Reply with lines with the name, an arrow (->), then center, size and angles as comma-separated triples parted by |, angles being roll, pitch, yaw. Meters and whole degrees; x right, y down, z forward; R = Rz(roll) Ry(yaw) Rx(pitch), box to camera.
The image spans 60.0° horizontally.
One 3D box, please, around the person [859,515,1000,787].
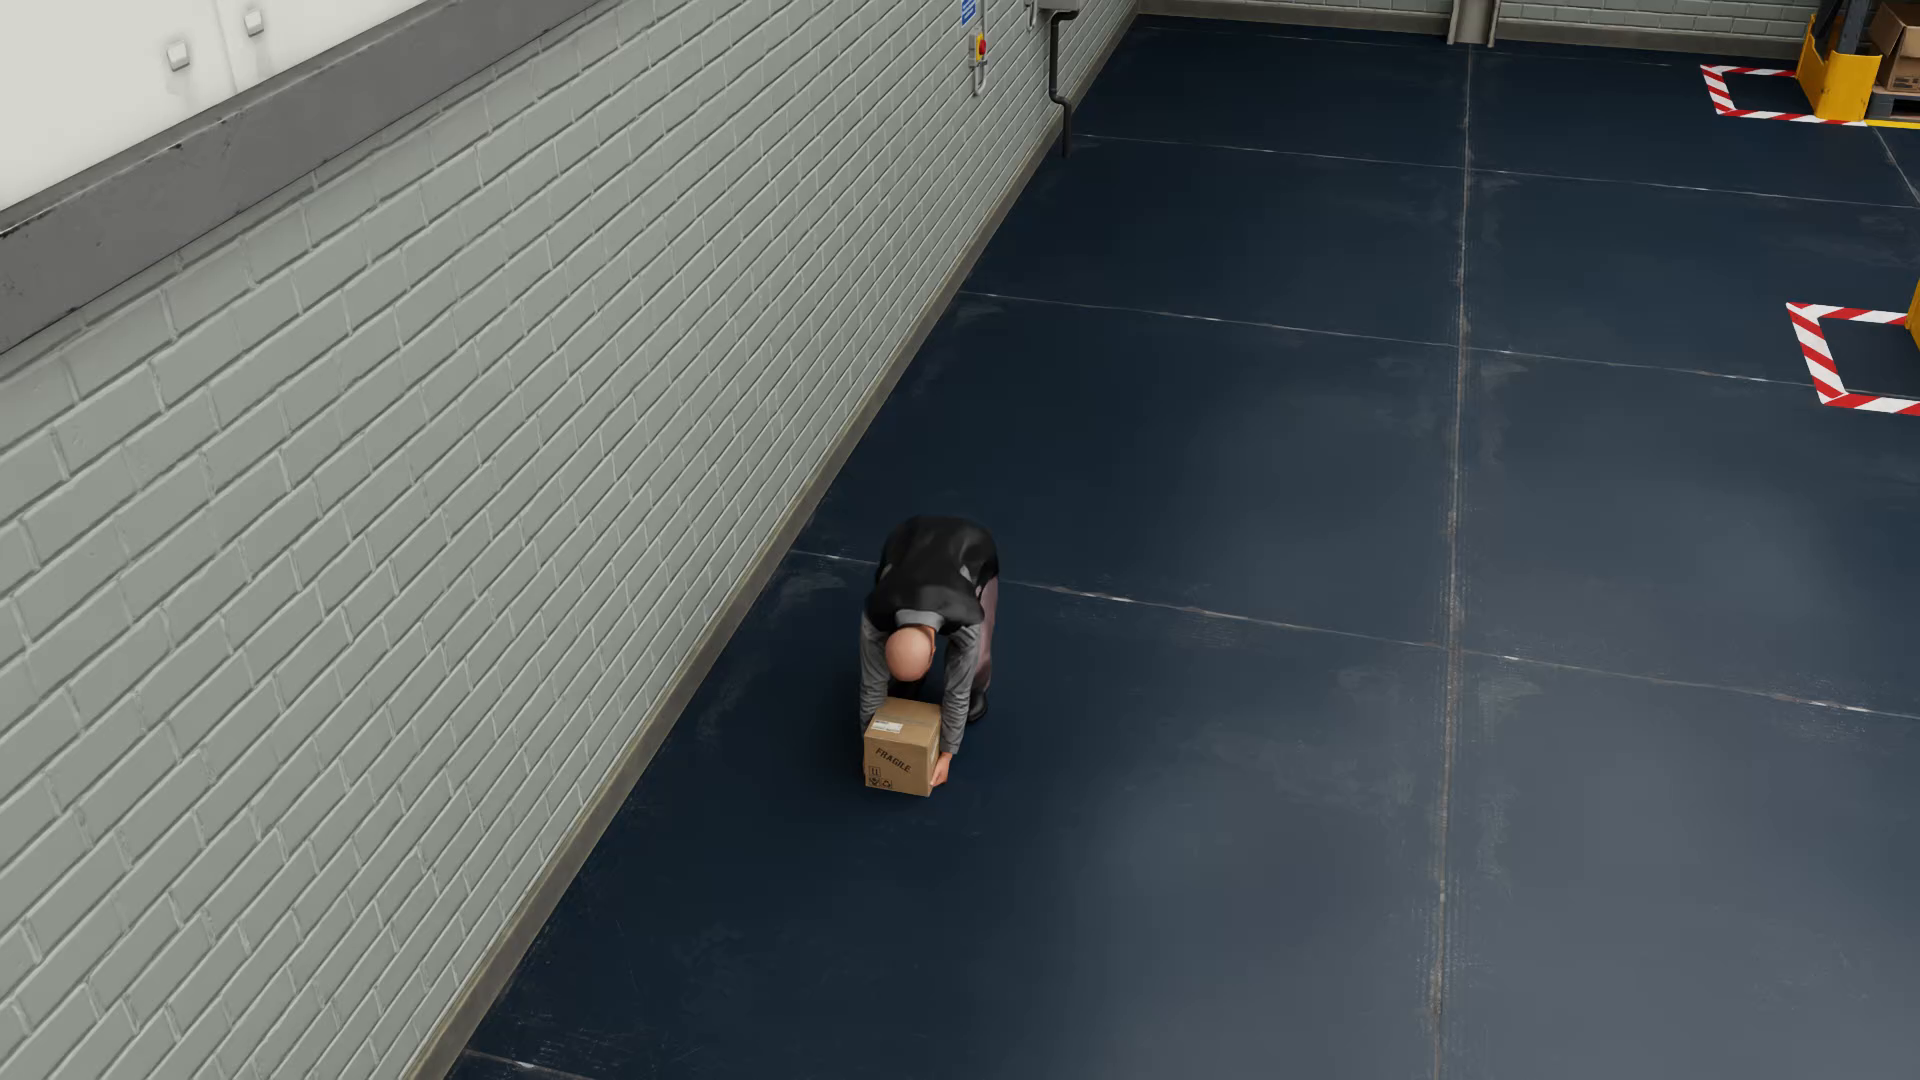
person -> -0.119, 0.409, 6.416 | 0.508, 0.794, 0.934 | 7, 33, 11
